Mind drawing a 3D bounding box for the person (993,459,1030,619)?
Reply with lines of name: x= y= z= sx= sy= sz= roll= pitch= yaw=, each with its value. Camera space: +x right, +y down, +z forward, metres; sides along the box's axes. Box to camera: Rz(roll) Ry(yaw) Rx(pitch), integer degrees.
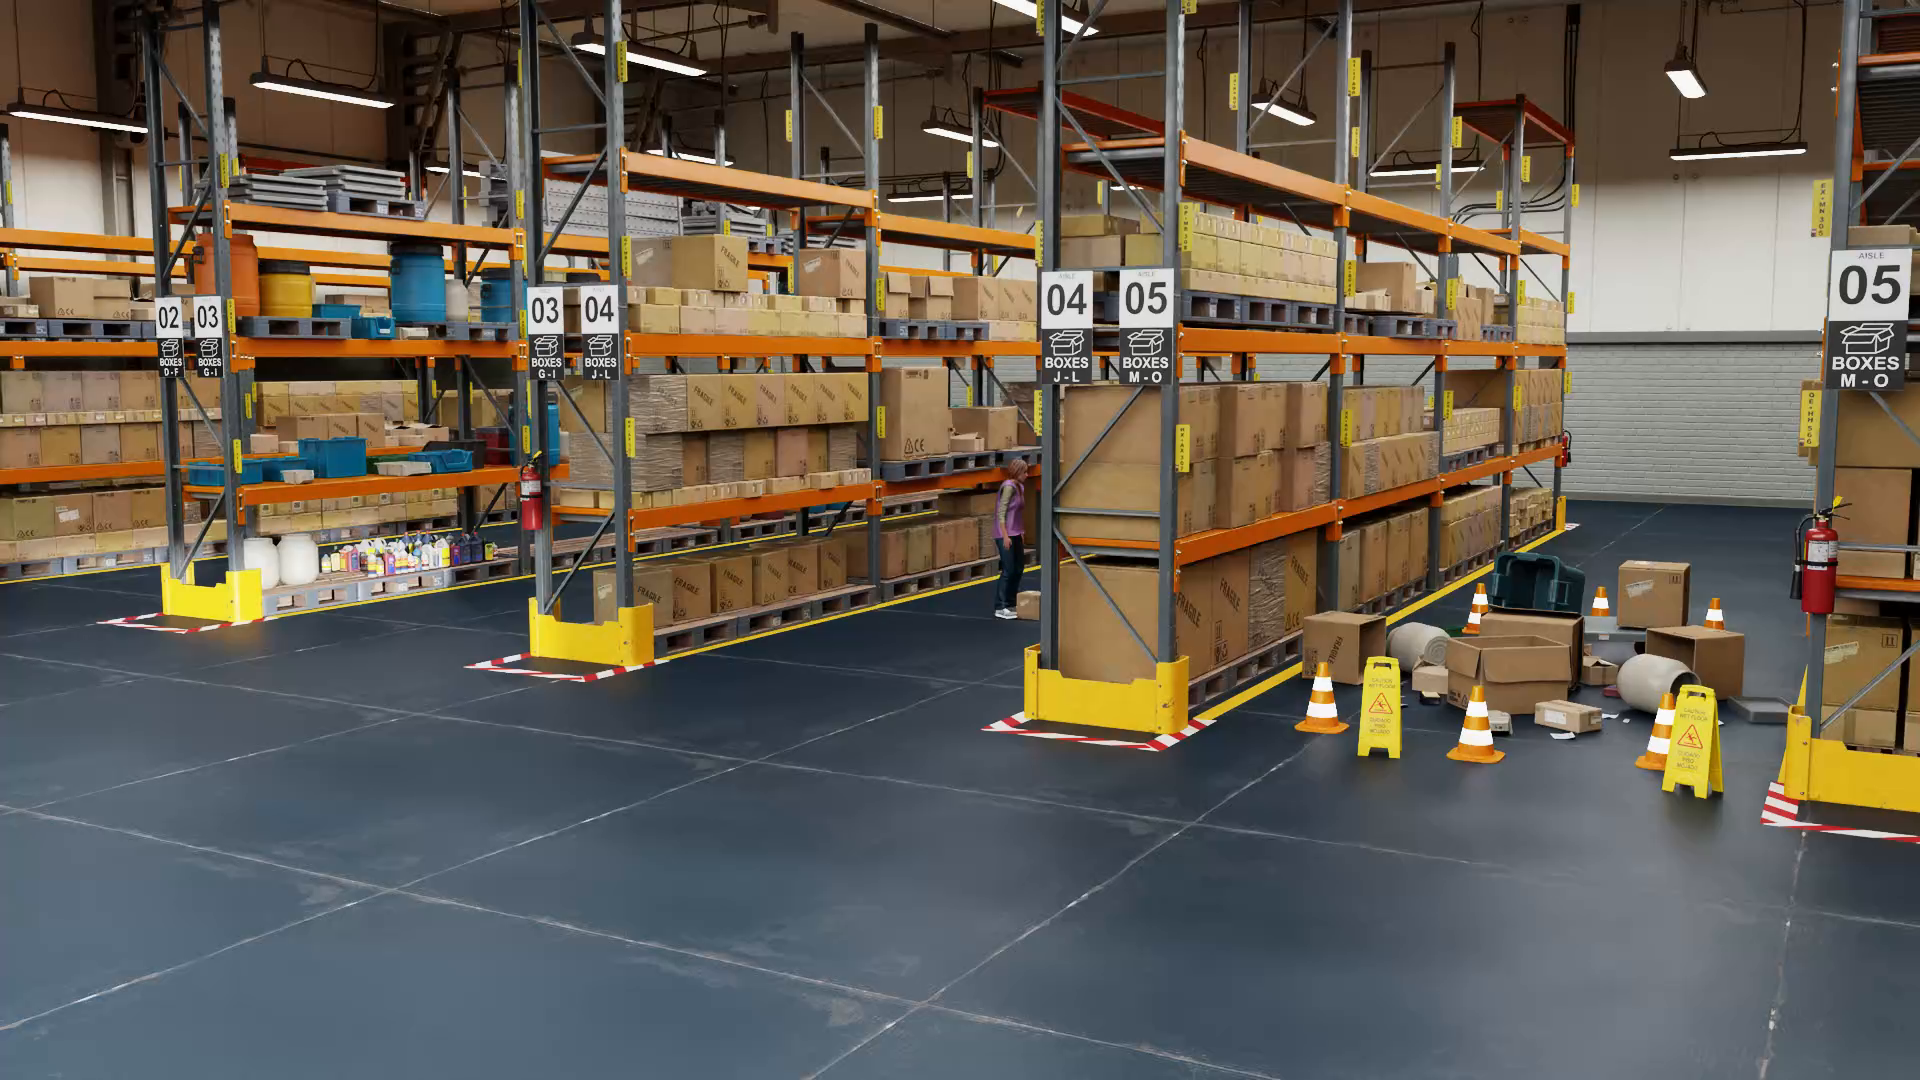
person: x=0.518 y=-0.023 z=16.779 sx=0.346 sy=1.593 sz=0.484 roll=3 pitch=7 yaw=25
